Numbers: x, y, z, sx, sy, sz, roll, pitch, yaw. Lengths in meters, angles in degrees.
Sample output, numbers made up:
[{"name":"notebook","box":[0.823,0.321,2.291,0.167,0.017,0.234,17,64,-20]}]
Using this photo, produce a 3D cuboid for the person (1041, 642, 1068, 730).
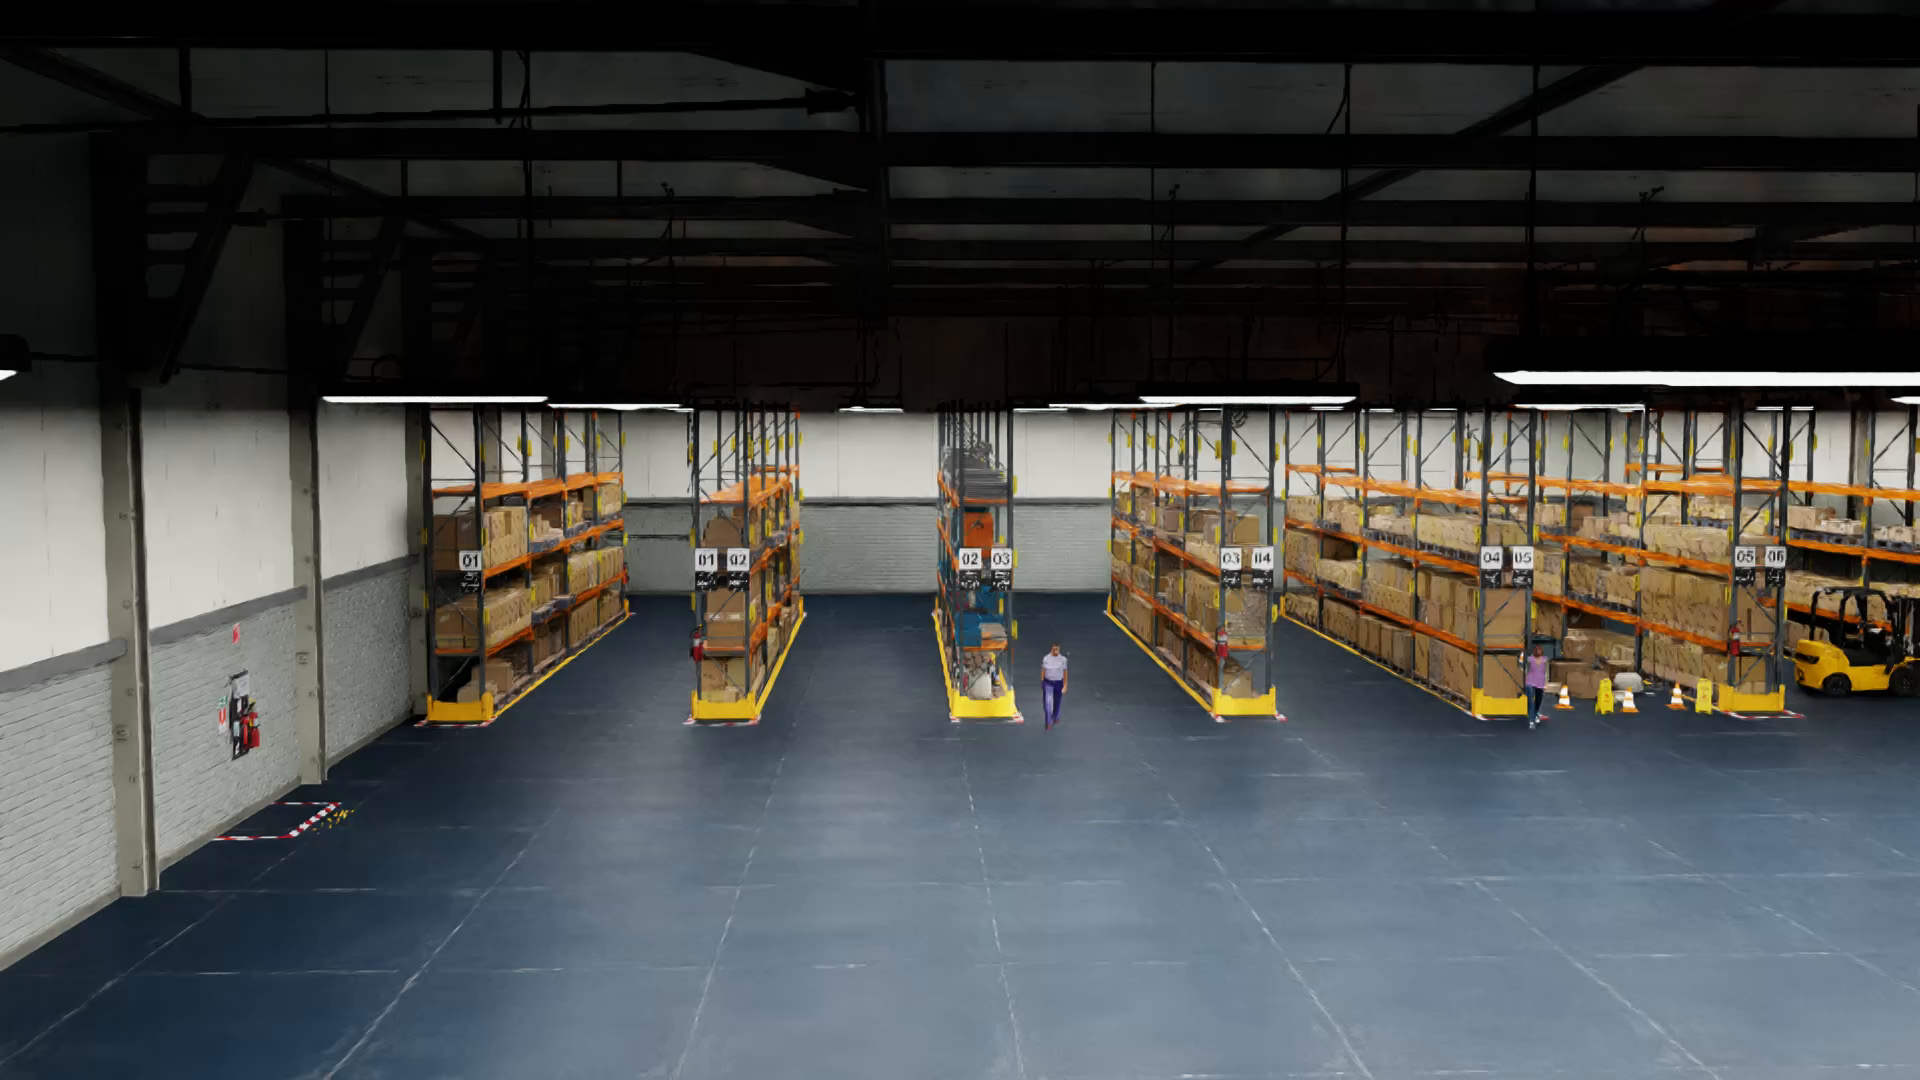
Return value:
[{"name":"person","box":[1.729,2.636,30.288,0.479,1.536,1.082,0,4,-4]}]

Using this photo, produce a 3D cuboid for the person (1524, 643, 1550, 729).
[{"name":"person","box":[10.521,2.639,30.335,0.408,1.533,0.962,1,4,8]}]

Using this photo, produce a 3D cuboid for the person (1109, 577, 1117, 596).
[{"name":"person","box":[4.944,0.968,51.279,0.688,1.710,0.825,-2,5,-20]}]
